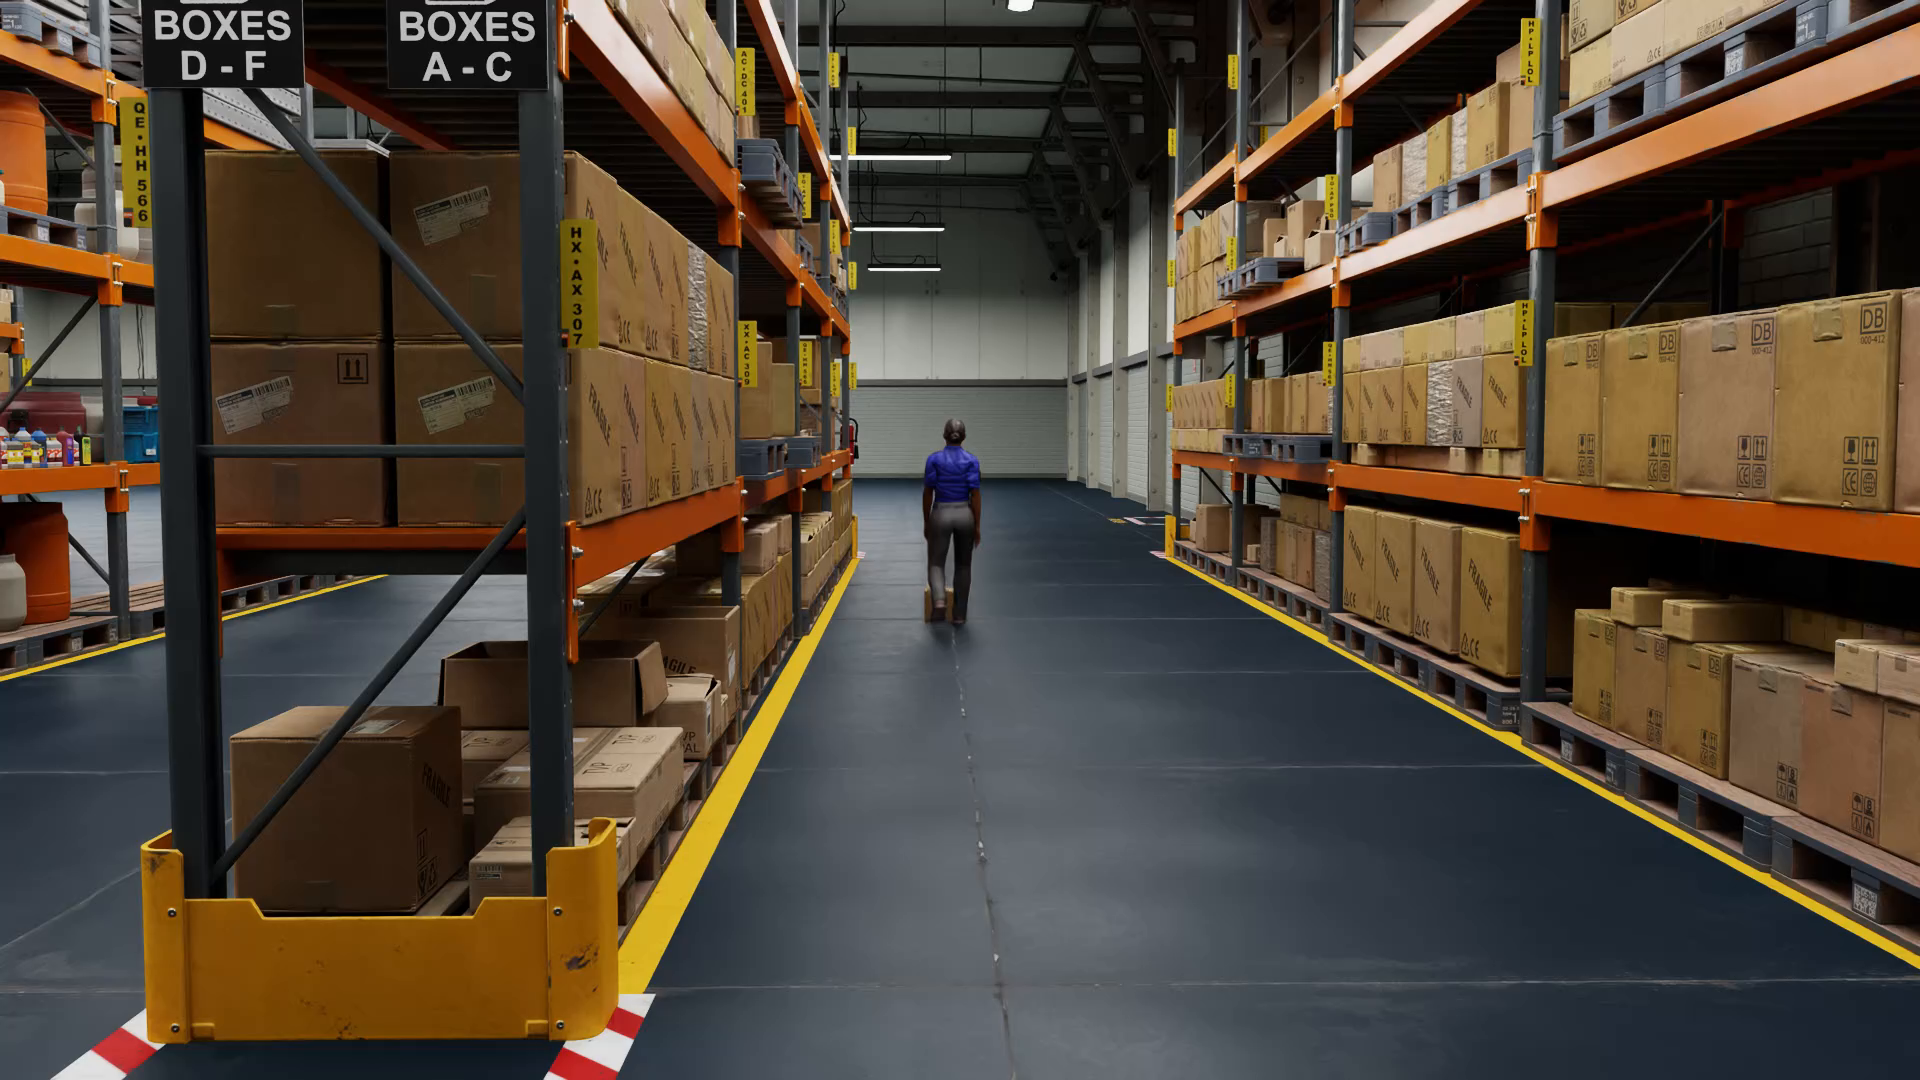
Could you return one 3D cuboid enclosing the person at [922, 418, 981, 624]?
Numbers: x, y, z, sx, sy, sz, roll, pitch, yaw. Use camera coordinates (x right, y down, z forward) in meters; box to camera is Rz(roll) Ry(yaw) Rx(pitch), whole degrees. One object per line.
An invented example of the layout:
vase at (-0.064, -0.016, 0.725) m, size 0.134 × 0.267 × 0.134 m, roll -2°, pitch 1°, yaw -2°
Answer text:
person at (-0.067, -0.138, 12.923) m, size 0.452 × 1.619 × 0.800 m, roll 0°, pitch 4°, yaw -3°
